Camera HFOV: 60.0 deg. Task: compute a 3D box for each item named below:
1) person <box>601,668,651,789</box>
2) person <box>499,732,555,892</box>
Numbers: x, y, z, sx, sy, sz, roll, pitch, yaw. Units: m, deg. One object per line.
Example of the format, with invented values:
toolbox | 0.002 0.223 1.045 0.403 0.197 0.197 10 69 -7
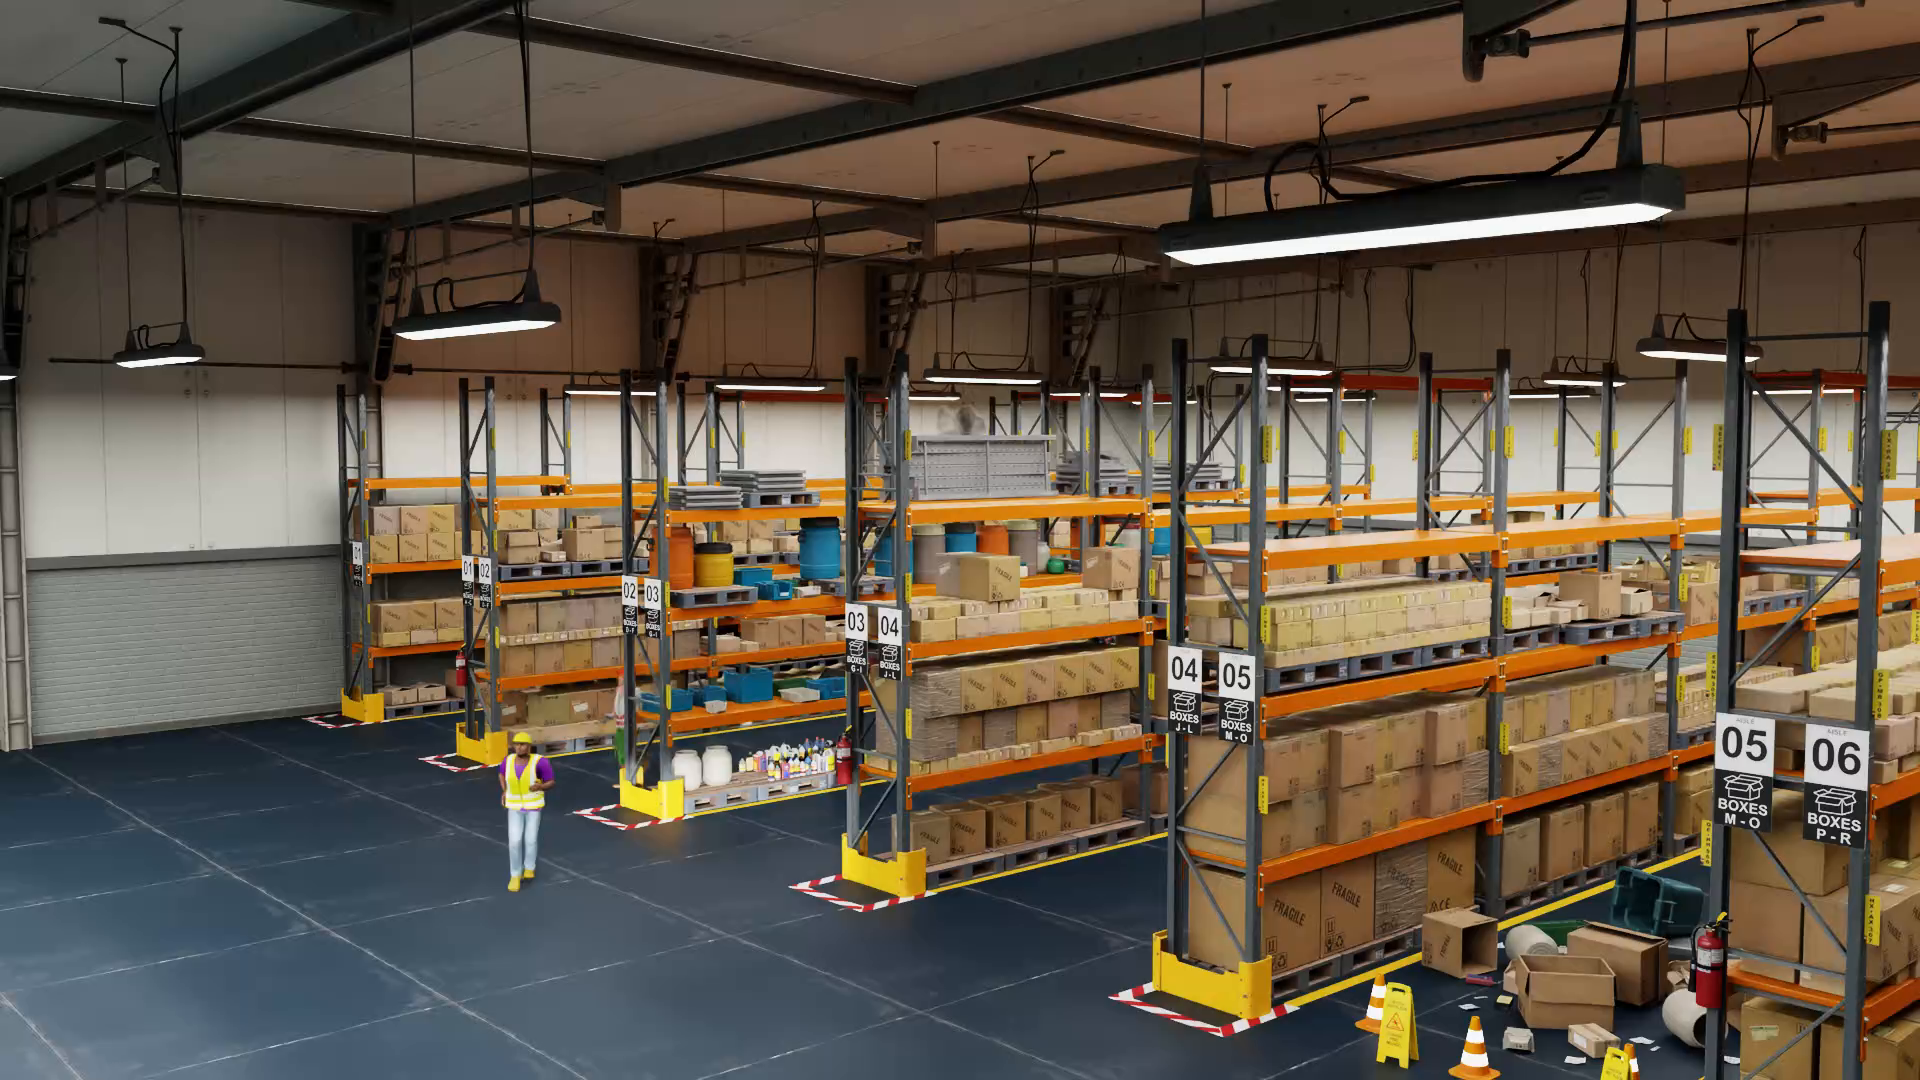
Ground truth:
person | -4.752 2.711 24.191 0.647 1.743 0.738 3 5 41
person | -4.910 3.067 18.814 0.661 1.822 0.746 0 4 -6
